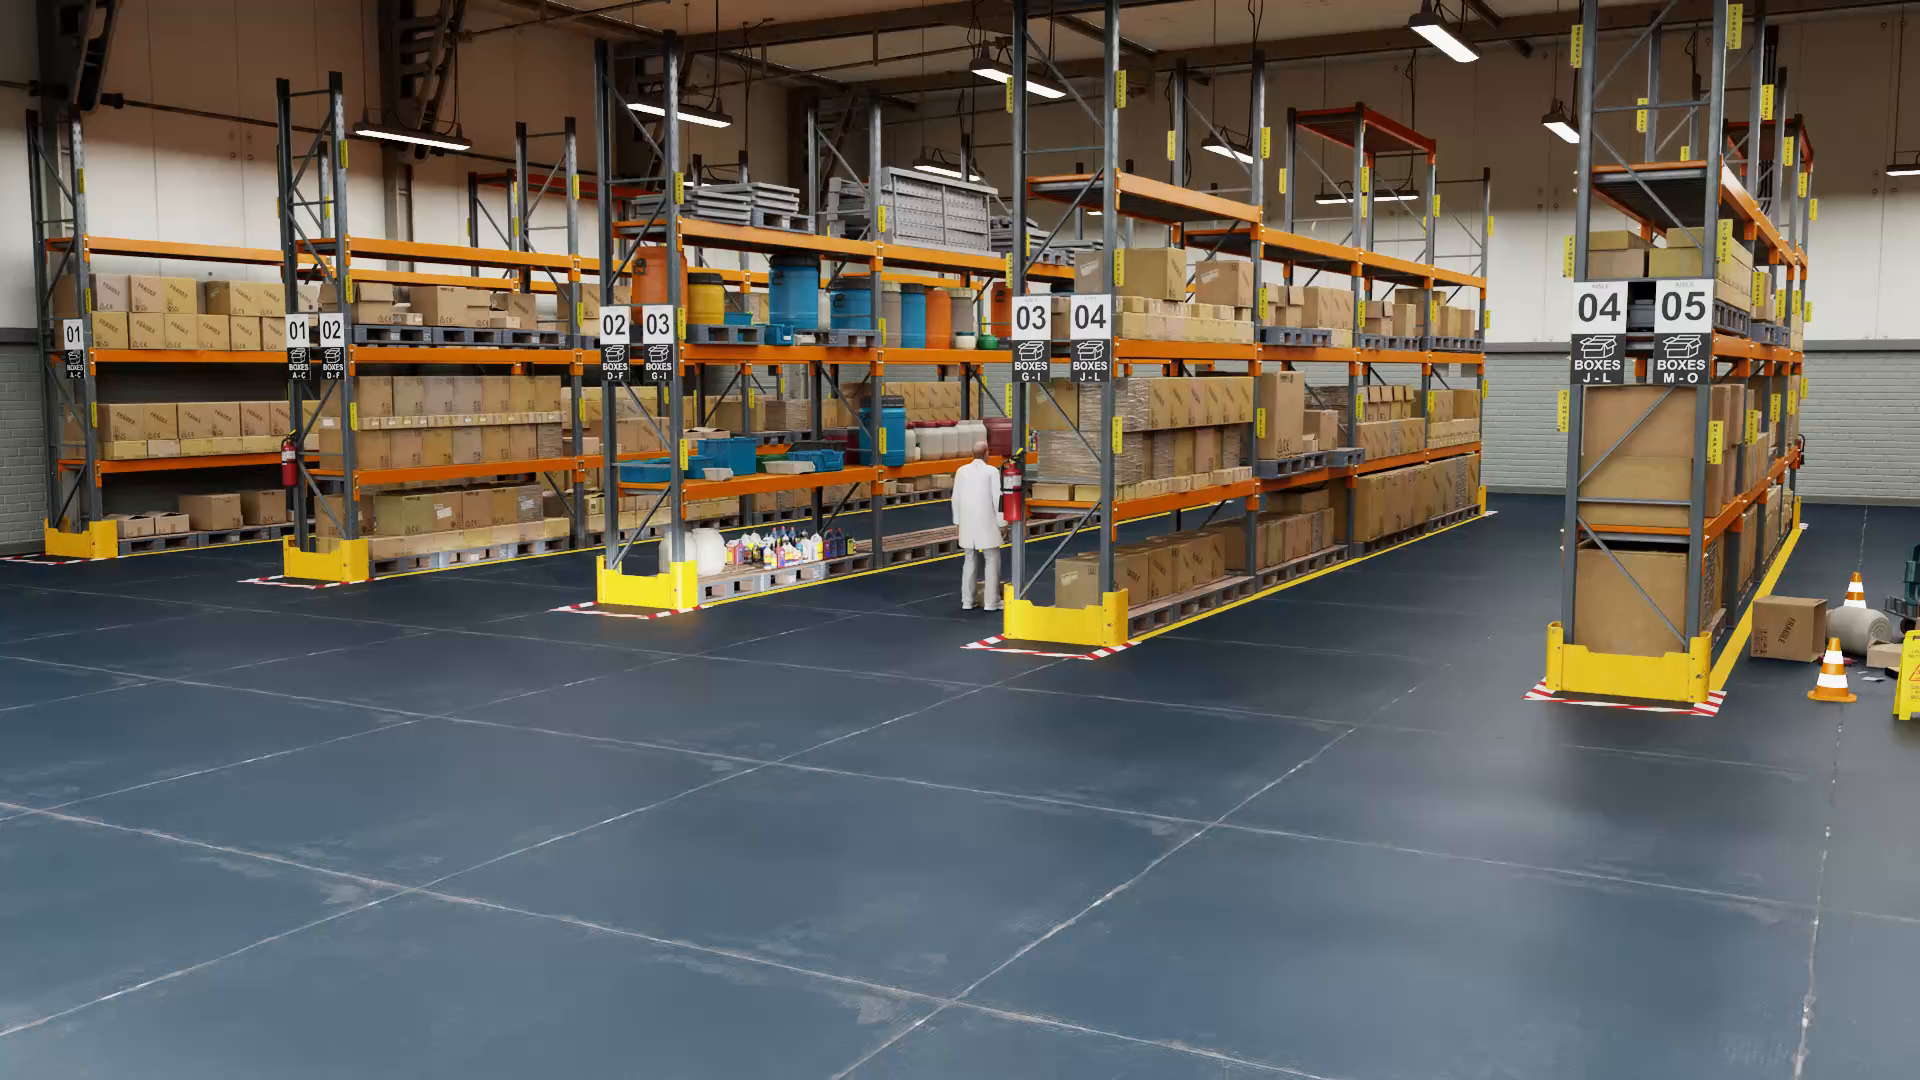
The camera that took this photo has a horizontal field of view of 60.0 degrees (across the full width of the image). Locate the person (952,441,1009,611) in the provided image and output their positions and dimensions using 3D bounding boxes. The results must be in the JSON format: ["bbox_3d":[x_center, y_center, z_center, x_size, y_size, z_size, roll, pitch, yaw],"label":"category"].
[{"bbox_3d":[0.216,-0.155,17.593,0.644,1.774,0.424,3,7,29],"label":"person"}]
